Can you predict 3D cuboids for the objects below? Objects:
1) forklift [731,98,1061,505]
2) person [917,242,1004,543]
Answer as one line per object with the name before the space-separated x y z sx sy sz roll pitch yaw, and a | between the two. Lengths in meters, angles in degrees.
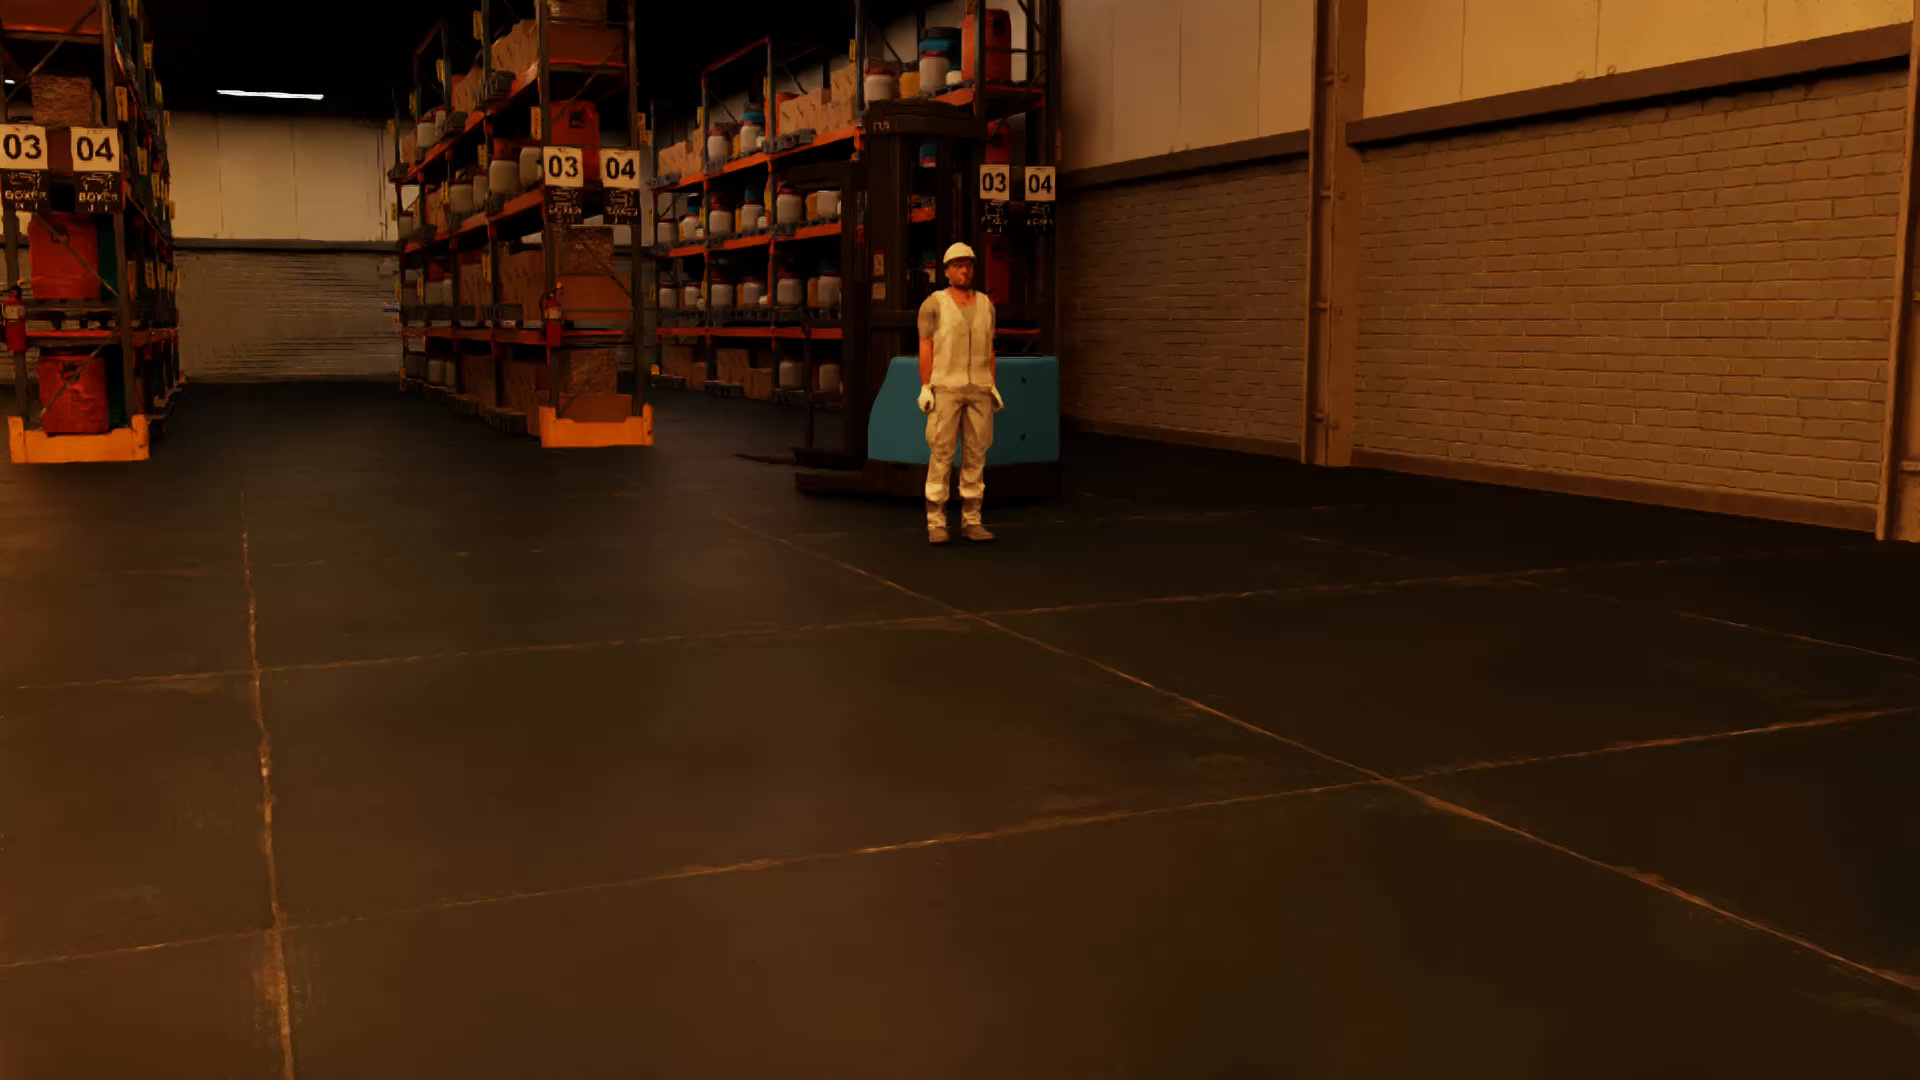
forklift | -0.629 -1.839 12.888 1.130 2.935 3.031 -7 10 -43
person | 0.009 -0.886 10.018 0.540 1.795 0.349 -3 8 -23
